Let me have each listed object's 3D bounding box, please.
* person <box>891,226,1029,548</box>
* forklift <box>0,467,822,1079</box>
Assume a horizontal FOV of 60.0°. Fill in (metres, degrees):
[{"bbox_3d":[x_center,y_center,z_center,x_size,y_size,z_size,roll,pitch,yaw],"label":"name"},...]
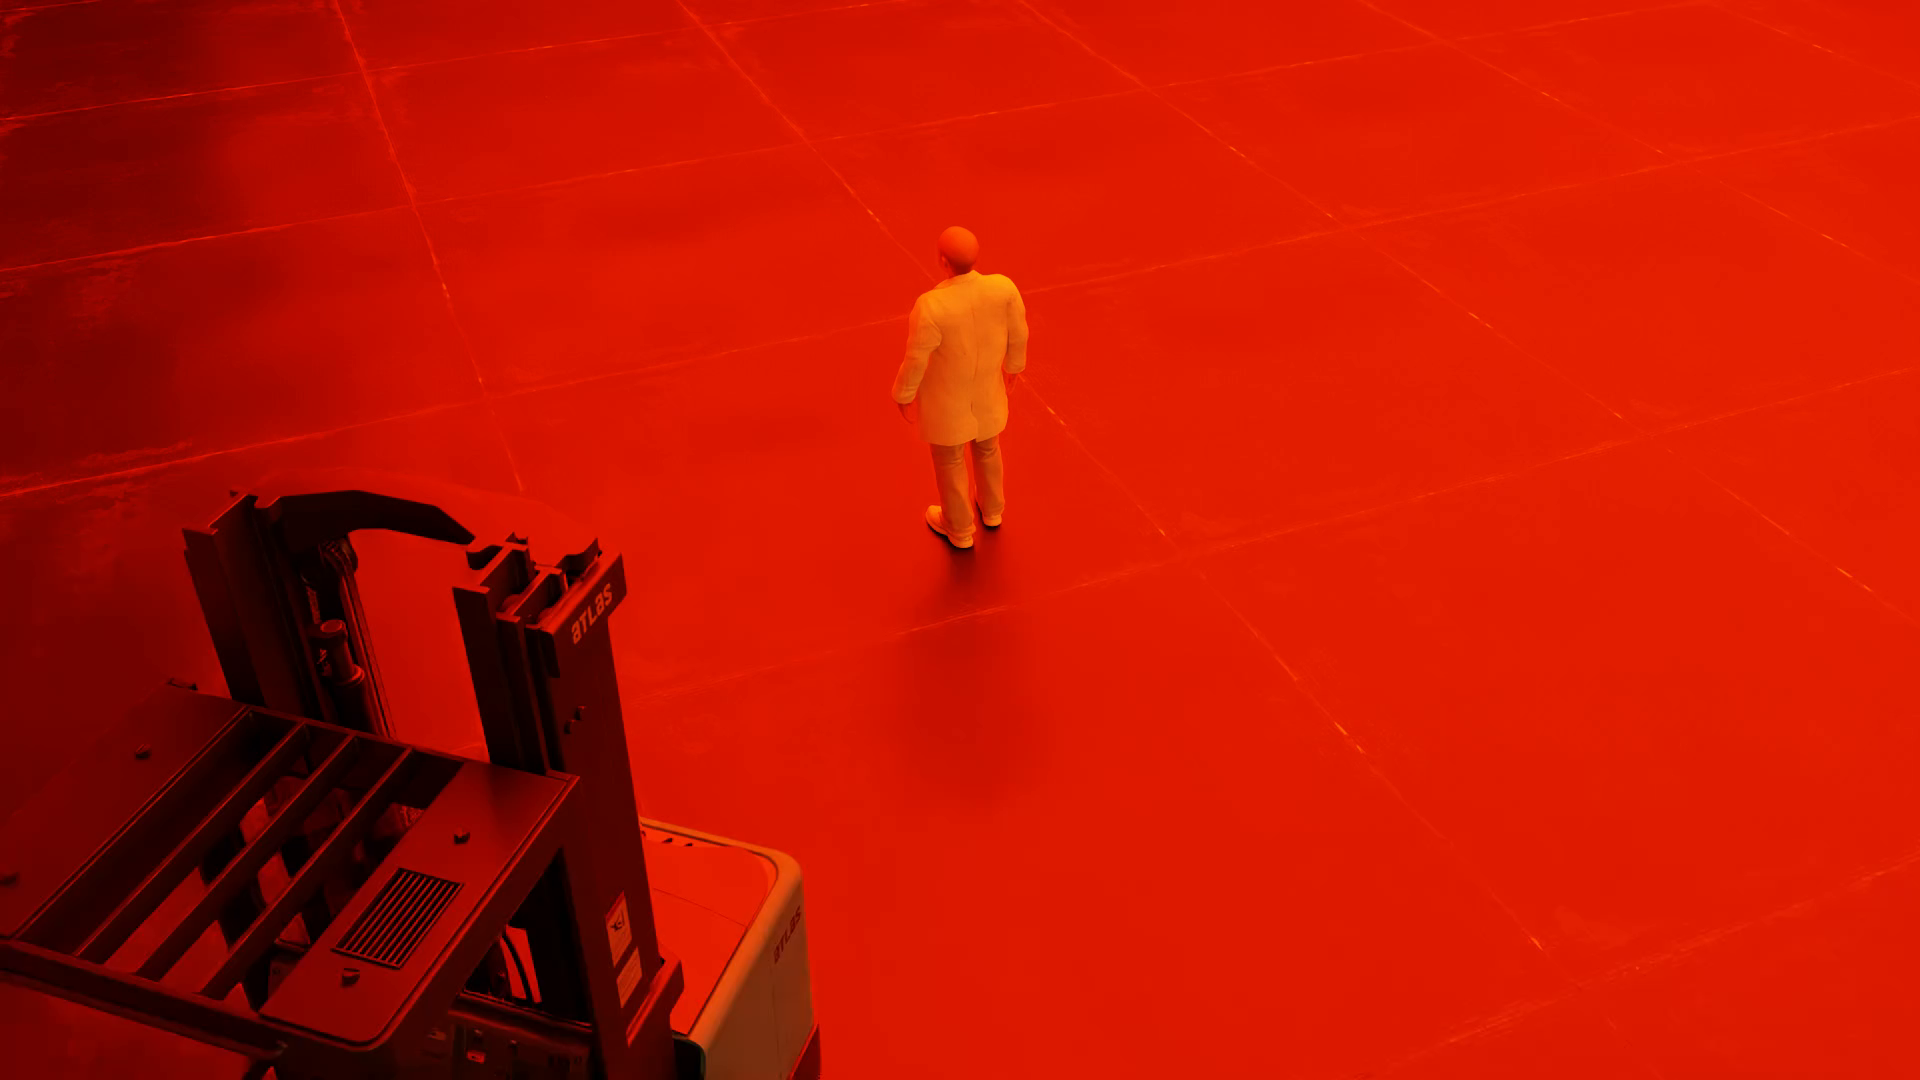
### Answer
[{"bbox_3d":[-0.032,-0.780,8.178,0.698,1.778,0.578,-14,38,-19],"label":"person"},{"bbox_3d":[-1.435,1.420,4.101,1.130,2.935,3.031,11,37,15],"label":"forklift"}]
